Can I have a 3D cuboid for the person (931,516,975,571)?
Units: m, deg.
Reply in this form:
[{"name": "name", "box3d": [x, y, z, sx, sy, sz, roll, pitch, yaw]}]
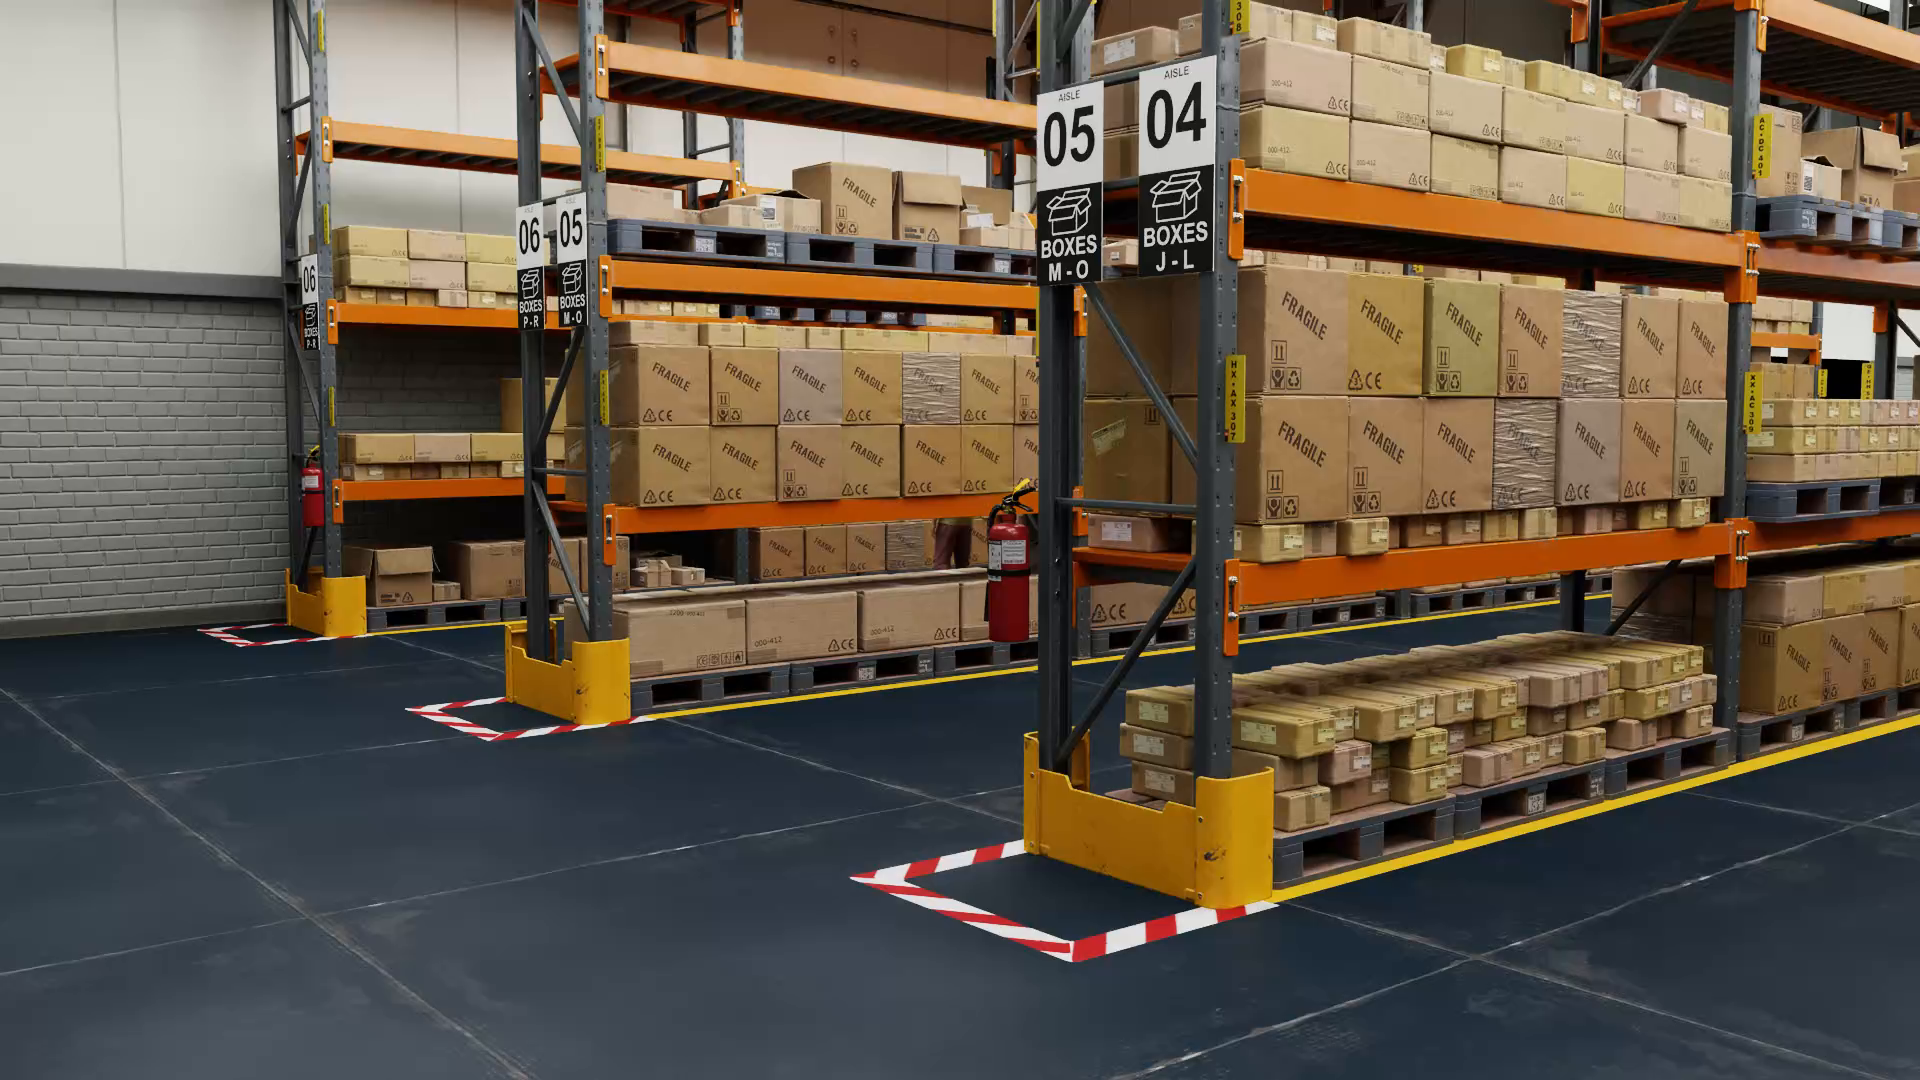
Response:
[{"name": "person", "box3d": [-0.071, -0.132, 15.438, 0.499, 1.673, 0.360, -4, 6, -39]}]
